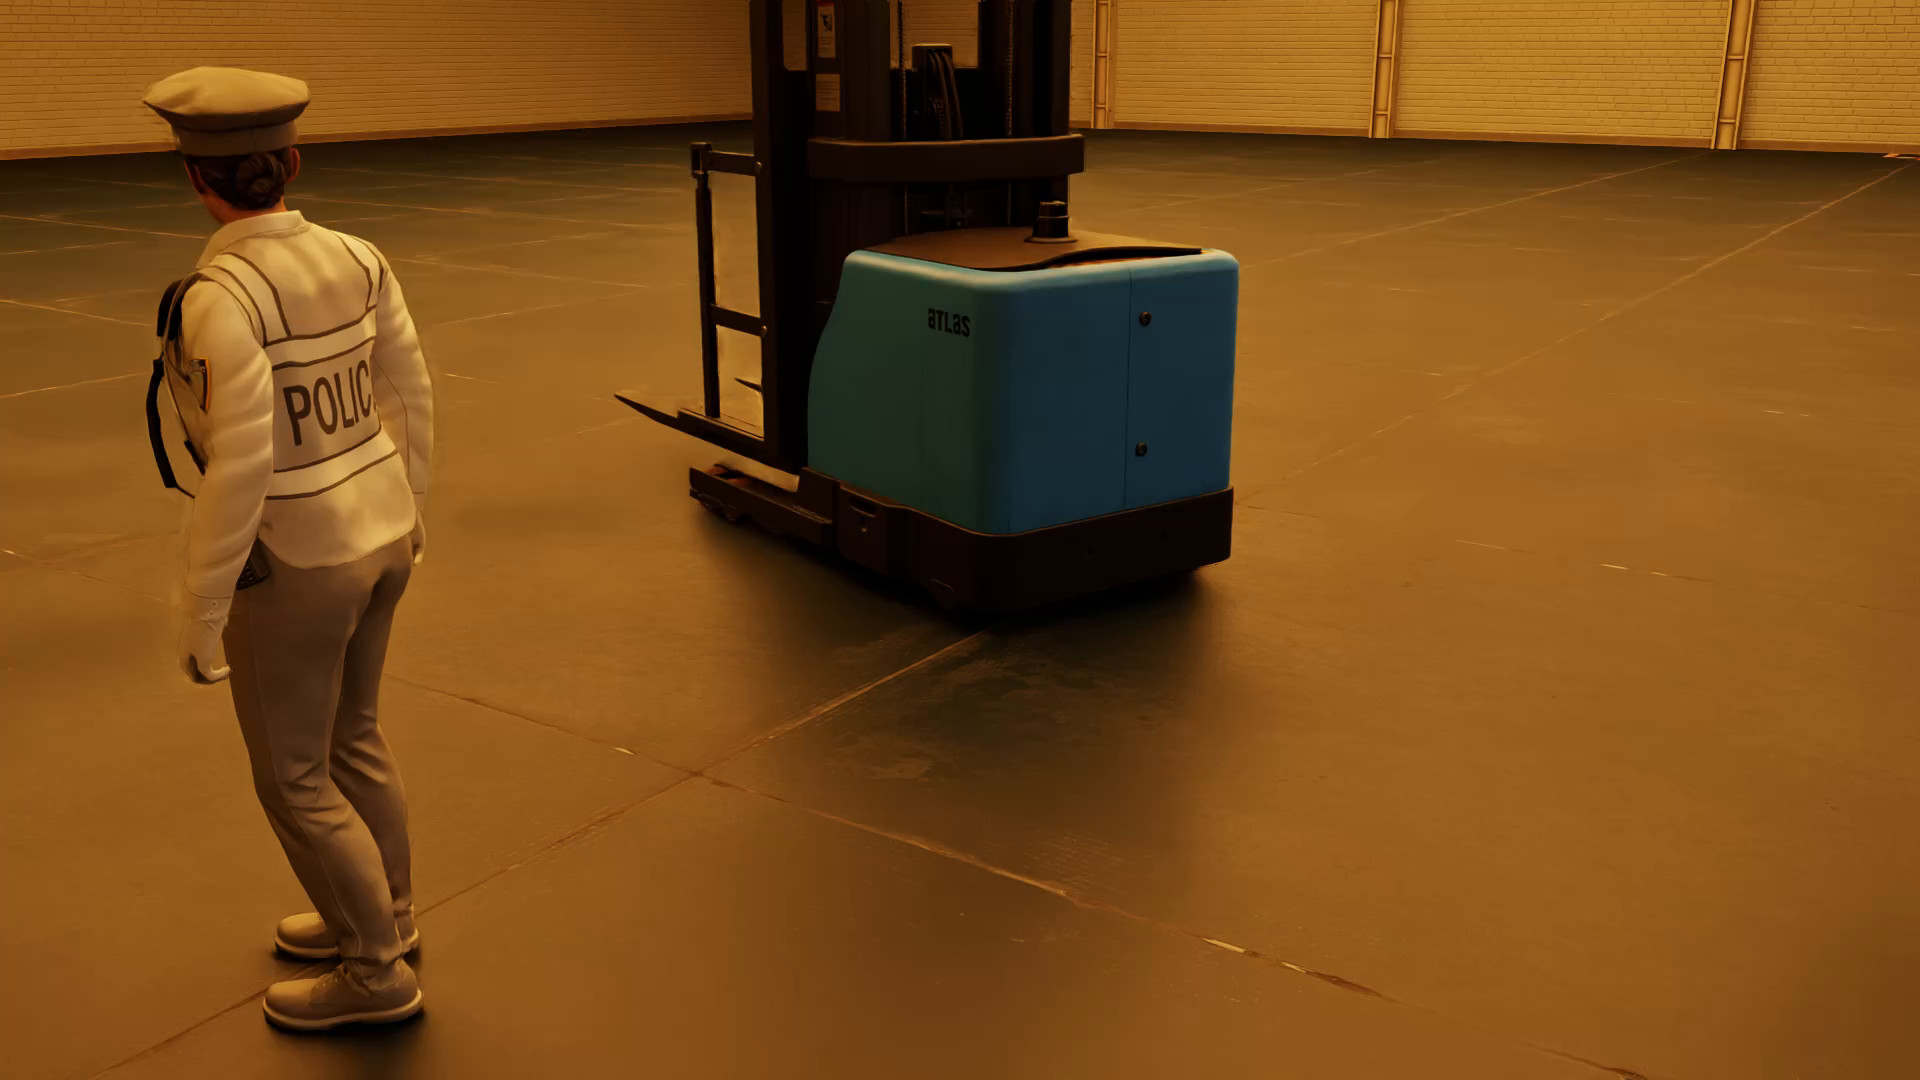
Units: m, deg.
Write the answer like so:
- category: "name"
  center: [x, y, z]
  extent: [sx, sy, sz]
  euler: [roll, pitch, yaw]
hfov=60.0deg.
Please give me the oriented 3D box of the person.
- category: "person"
  center: [-1.168, 0.044, 2.894]
  extent: [0.412, 1.670, 0.630]
  euler: [3, 17, 11]

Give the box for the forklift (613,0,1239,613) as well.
- category: "forklift"
  center: [-0.372, -1.545, 5.999]
  extent: [1.130, 2.935, 3.031]
  euler: [-12, 20, -34]
